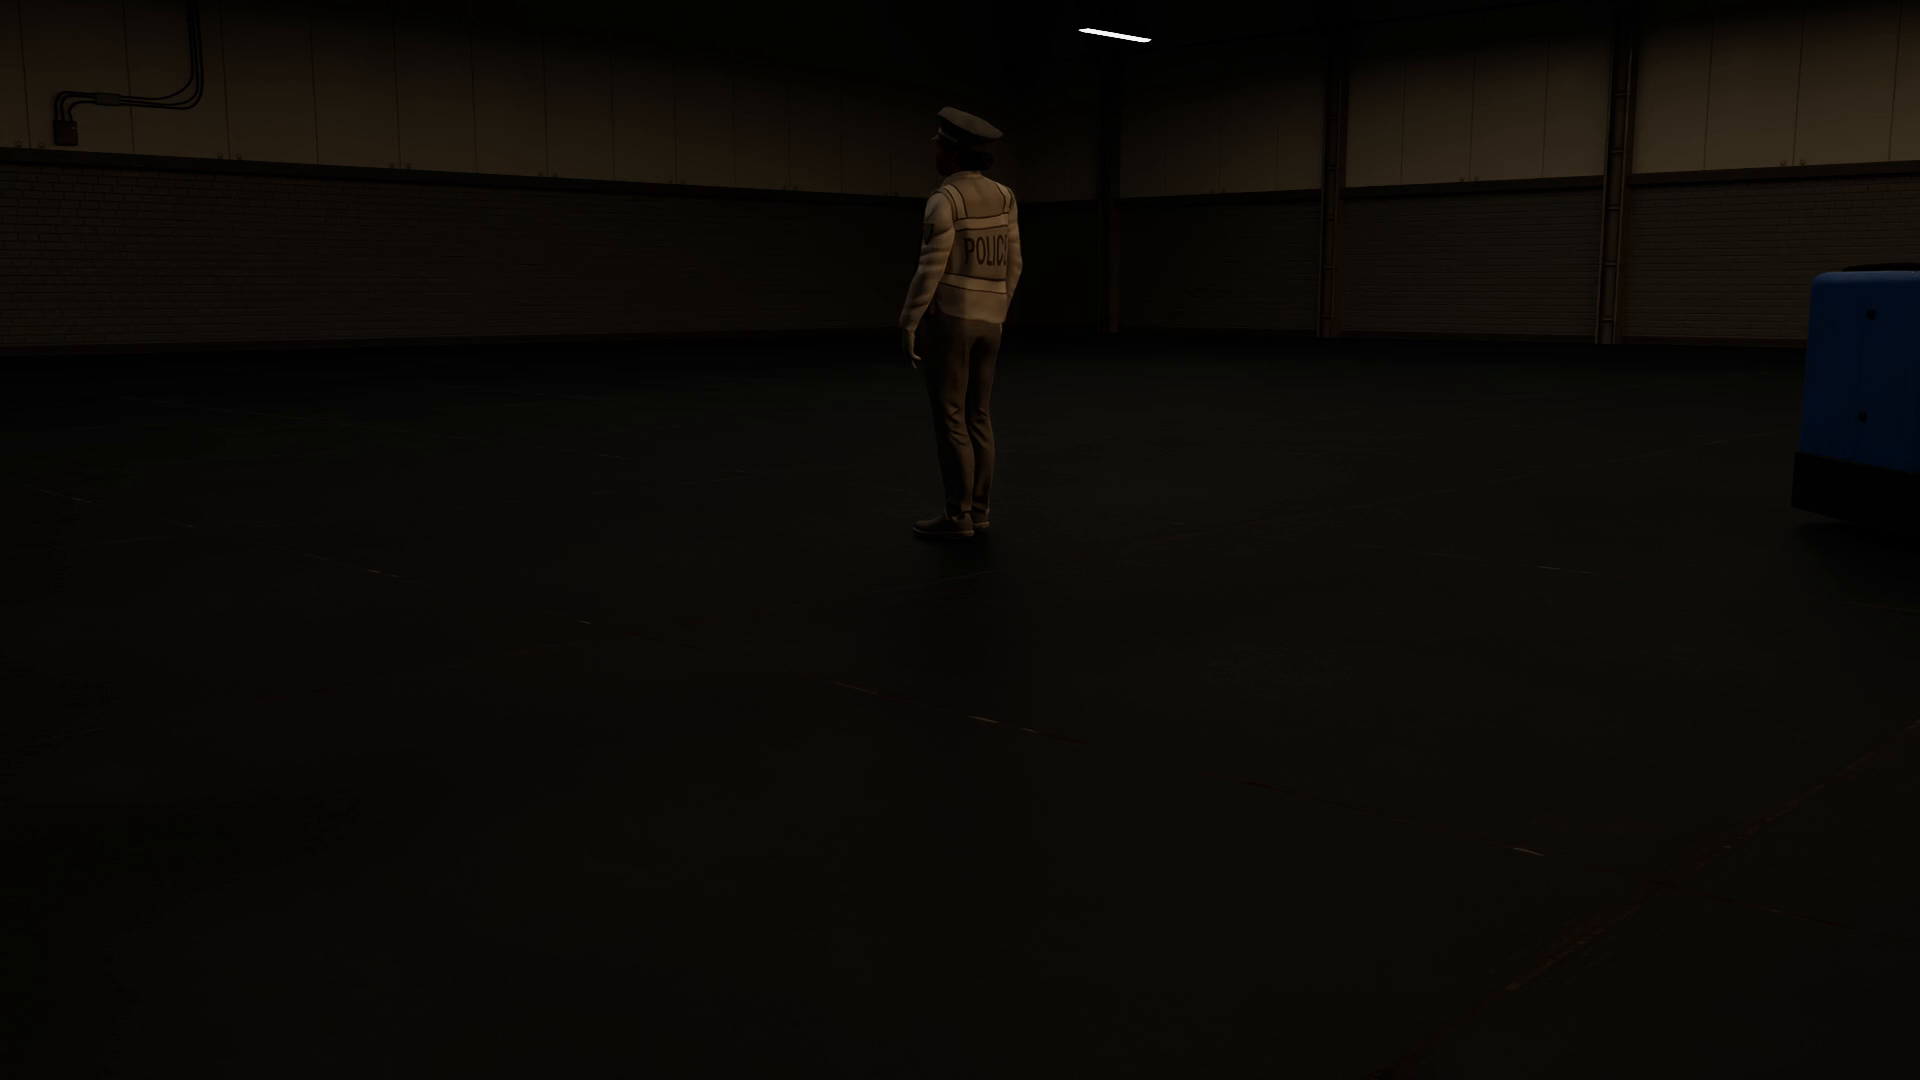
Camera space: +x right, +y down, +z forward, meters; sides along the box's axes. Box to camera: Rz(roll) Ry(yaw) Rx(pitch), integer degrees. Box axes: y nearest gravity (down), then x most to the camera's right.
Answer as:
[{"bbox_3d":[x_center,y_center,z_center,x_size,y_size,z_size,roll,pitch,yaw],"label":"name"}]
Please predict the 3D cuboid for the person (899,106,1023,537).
[{"bbox_3d":[-0.044,-0.853,6.643,0.530,1.694,0.586,8,12,43],"label":"person"}]

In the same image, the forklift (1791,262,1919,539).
[{"bbox_3d":[5.109,-1.456,6.545,3.031,2.935,1.130,0,9,0],"label":"forklift"}]
